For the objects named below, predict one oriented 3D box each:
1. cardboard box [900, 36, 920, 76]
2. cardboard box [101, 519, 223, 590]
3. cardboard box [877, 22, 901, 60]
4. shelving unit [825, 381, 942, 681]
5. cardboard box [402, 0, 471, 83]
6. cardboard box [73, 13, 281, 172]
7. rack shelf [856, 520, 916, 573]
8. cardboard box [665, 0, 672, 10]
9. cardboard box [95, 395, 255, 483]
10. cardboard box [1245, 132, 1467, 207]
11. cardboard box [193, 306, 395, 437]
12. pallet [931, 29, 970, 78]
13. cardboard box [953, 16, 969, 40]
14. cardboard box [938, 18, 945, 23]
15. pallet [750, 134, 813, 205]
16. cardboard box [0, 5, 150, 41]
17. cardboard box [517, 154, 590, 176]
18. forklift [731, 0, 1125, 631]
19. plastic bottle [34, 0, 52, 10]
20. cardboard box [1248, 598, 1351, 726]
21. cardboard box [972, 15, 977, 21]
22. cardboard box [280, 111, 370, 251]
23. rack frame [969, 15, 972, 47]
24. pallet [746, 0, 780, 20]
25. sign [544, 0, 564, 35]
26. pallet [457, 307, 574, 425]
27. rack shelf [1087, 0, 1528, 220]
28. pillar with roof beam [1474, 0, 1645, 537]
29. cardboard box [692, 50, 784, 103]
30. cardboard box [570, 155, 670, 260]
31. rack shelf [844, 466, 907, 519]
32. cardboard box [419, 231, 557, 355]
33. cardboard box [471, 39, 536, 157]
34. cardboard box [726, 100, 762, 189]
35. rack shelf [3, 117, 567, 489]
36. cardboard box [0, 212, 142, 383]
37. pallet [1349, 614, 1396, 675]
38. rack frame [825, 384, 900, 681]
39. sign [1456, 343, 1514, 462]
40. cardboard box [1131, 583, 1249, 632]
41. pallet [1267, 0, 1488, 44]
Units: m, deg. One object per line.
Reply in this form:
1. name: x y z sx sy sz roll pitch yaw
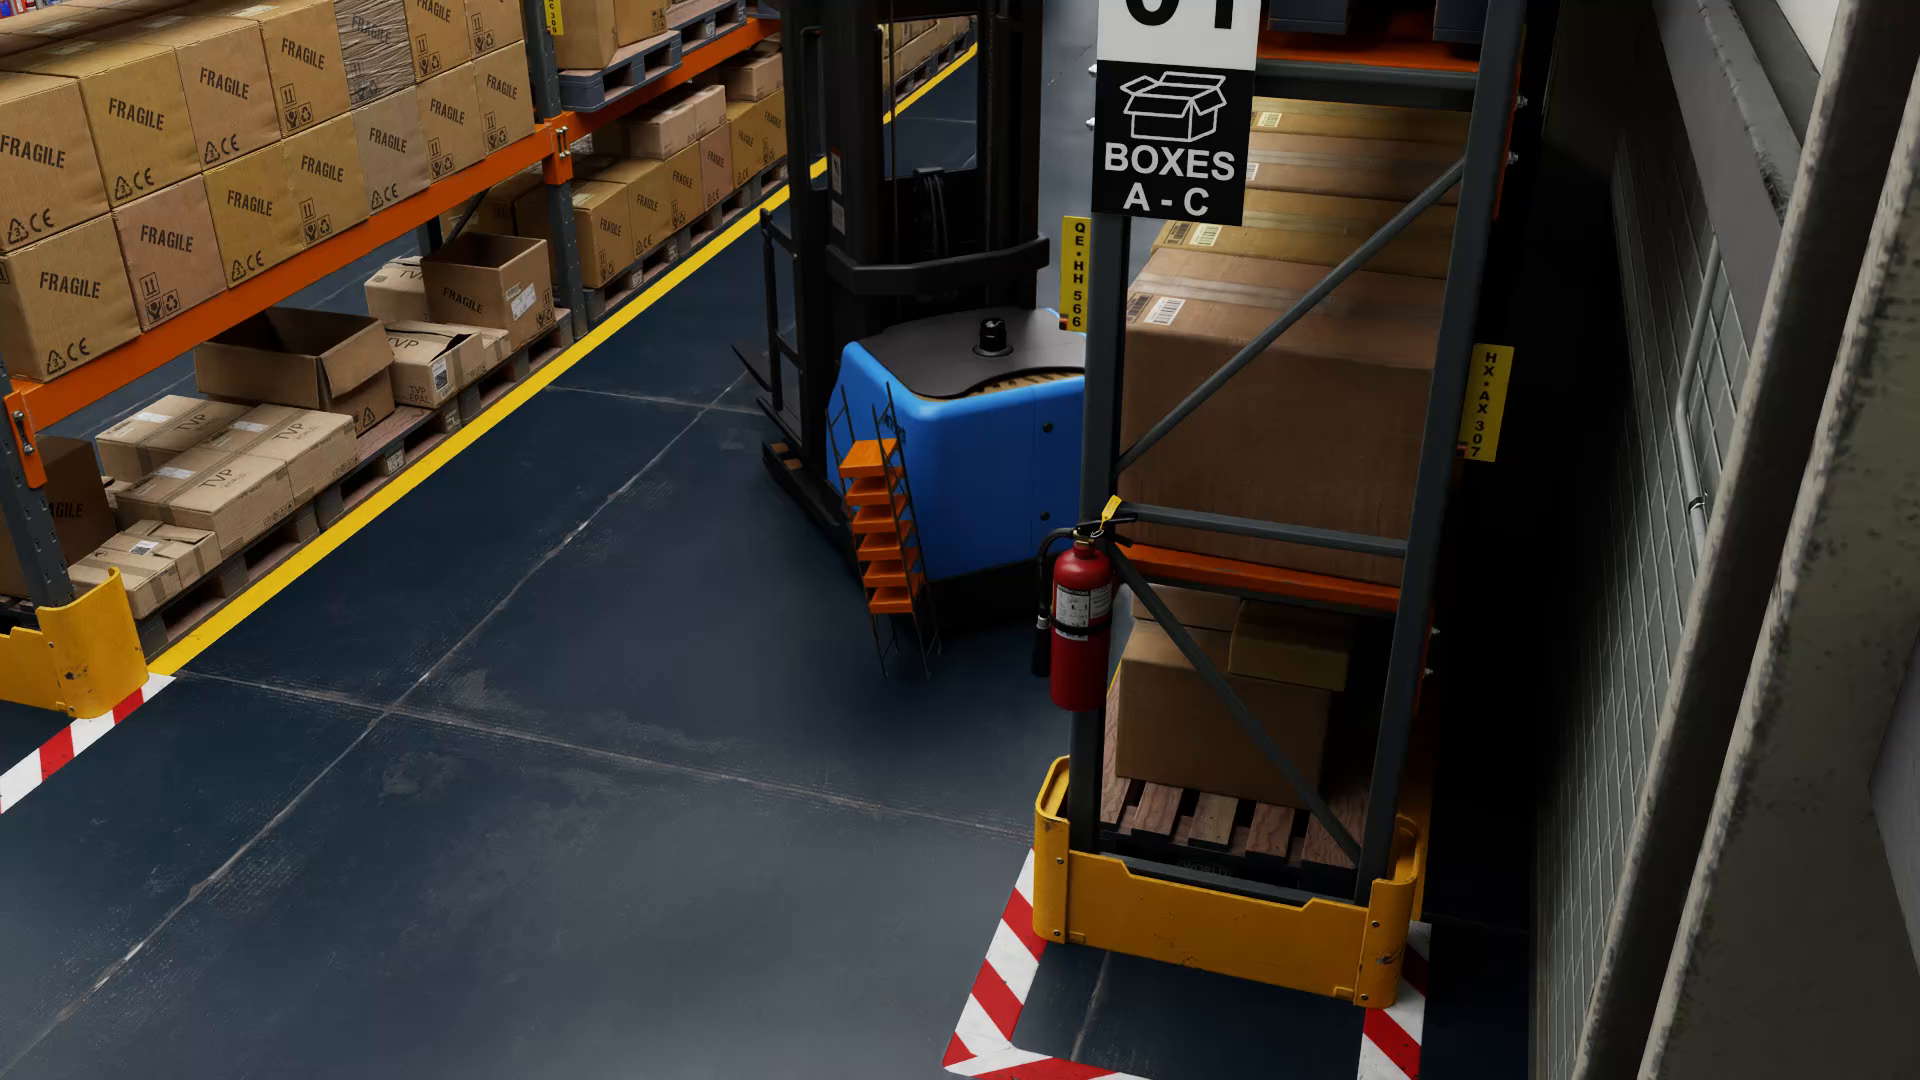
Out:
1. cardboard box: -0.672 -4.346 14.874 0.500 0.250 0.500 9 30 16
2. cardboard box: -3.374 0.054 7.030 0.380 0.166 0.250 8 30 15
3. cardboard box: -0.818 -4.359 14.320 0.500 0.311 0.500 8 30 14
4. shelving unit: -0.290 -0.018 6.532 0.189 1.200 0.258 -3 28 15
5. cardboard box: -2.774 -2.560 8.134 0.500 0.500 0.500 8 30 14
6. cardboard box: -3.219 -1.856 6.869 0.500 0.500 0.500 9 30 16
7. rack shelf: -0.282 0.021 6.552 0.180 0.103 0.258 -3 28 15
8. cardboard box: -2.265 -3.647 10.685 0.700 0.500 0.500 1 29 2
9. cardboard box: -3.667 -0.446 7.843 0.500 0.250 0.500 8 30 15
10. cardboard box: 1.413 -1.088 6.311 0.980 0.700 0.700 7 30 12
11. cardboard box: -3.271 -0.817 8.248 0.797 0.503 0.637 8 30 15
12. pallet: -0.556 -4.741 16.055 1.003 0.211 1.213 8 30 15
13. cardboard box: -0.221 -5.055 16.148 0.500 0.250 0.500 8 30 14
14. cardboard box: -0.368 -5.062 15.584 0.500 0.311 0.500 9 30 16
15. pallet: -1.806 -2.888 12.725 1.003 0.211 1.213 8 30 15
16. cardboard box: -3.736 -1.934 7.009 0.500 0.500 0.500 9 30 16
17. cardboard box: -2.701 -2.188 10.717 0.500 0.500 0.500 9 30 15
18. forklift: -0.335 -1.597 7.605 1.130 2.935 3.031 -13 32 -22
19. plastic bottle: -6.619 -3.943 11.879 0.152 0.276 0.135 8 30 15
20. cardboard box: 1.094 0.311 6.244 0.700 0.500 0.500 8 30 15
21. cardboard box: 0.049 -5.461 16.878 0.500 0.250 0.500 8 30 15
22. cardboard box: -3.072 -1.648 7.525 0.500 0.500 0.500 9 30 16
23. rack frame: -0.377 -6.307 16.002 1.000 3.000 0.127 8 30 15
24. pallet: -1.683 -4.040 12.123 1.213 0.211 1.003 8 30 15
25. sign: -2.204 -2.894 8.976 0.100 0.325 0.005 8 30 15
26. pallet: -2.927 -1.052 9.424 1.003 0.211 1.213 8 30 15
27. rack shelf: 1.425 -1.951 5.827 1.077 0.370 4.000 8 30 15
28. pillar with roof beam: -1.482 -4.672 6.891 9.100 9.000 0.400 8 30 15
29. cardboard box: -1.613 -3.381 12.090 0.500 0.250 0.500 10 31 17
30. cardboard box: -2.204 -2.129 10.610 0.500 0.500 0.500 9 30 16
31. rack shelf: -0.322 -0.190 6.445 0.180 0.103 0.258 -3 28 15
32. cardboard box: -2.621 -1.384 9.271 0.500 0.500 0.500 8 30 15
33. cardboard box: -2.626 -2.364 8.812 0.500 0.500 0.500 9 30 16
34. cardboard box: -1.753 -2.840 11.888 0.500 0.500 0.500 7 30 13
35. rack shelf: -3.312 -1.346 7.823 1.077 0.370 4.000 8 30 15
36. cardboard box: -3.517 -0.943 6.257 0.500 0.500 0.500 9 30 16
37. pallet: 1.357 0.245 7.092 1.003 0.211 1.213 8 30 15
38. rack frame: -0.378 -0.014 6.556 0.006 1.200 0.240 -3 28 15
39. sign: 1.366 -0.356 4.333 0.100 0.325 0.005 8 30 15
40. cardboard box: 0.811 0.175 5.823 0.380 0.149 0.250 8 30 14
41. pallet: 1.045 -1.644 4.625 1.003 0.211 1.213 8 30 15
